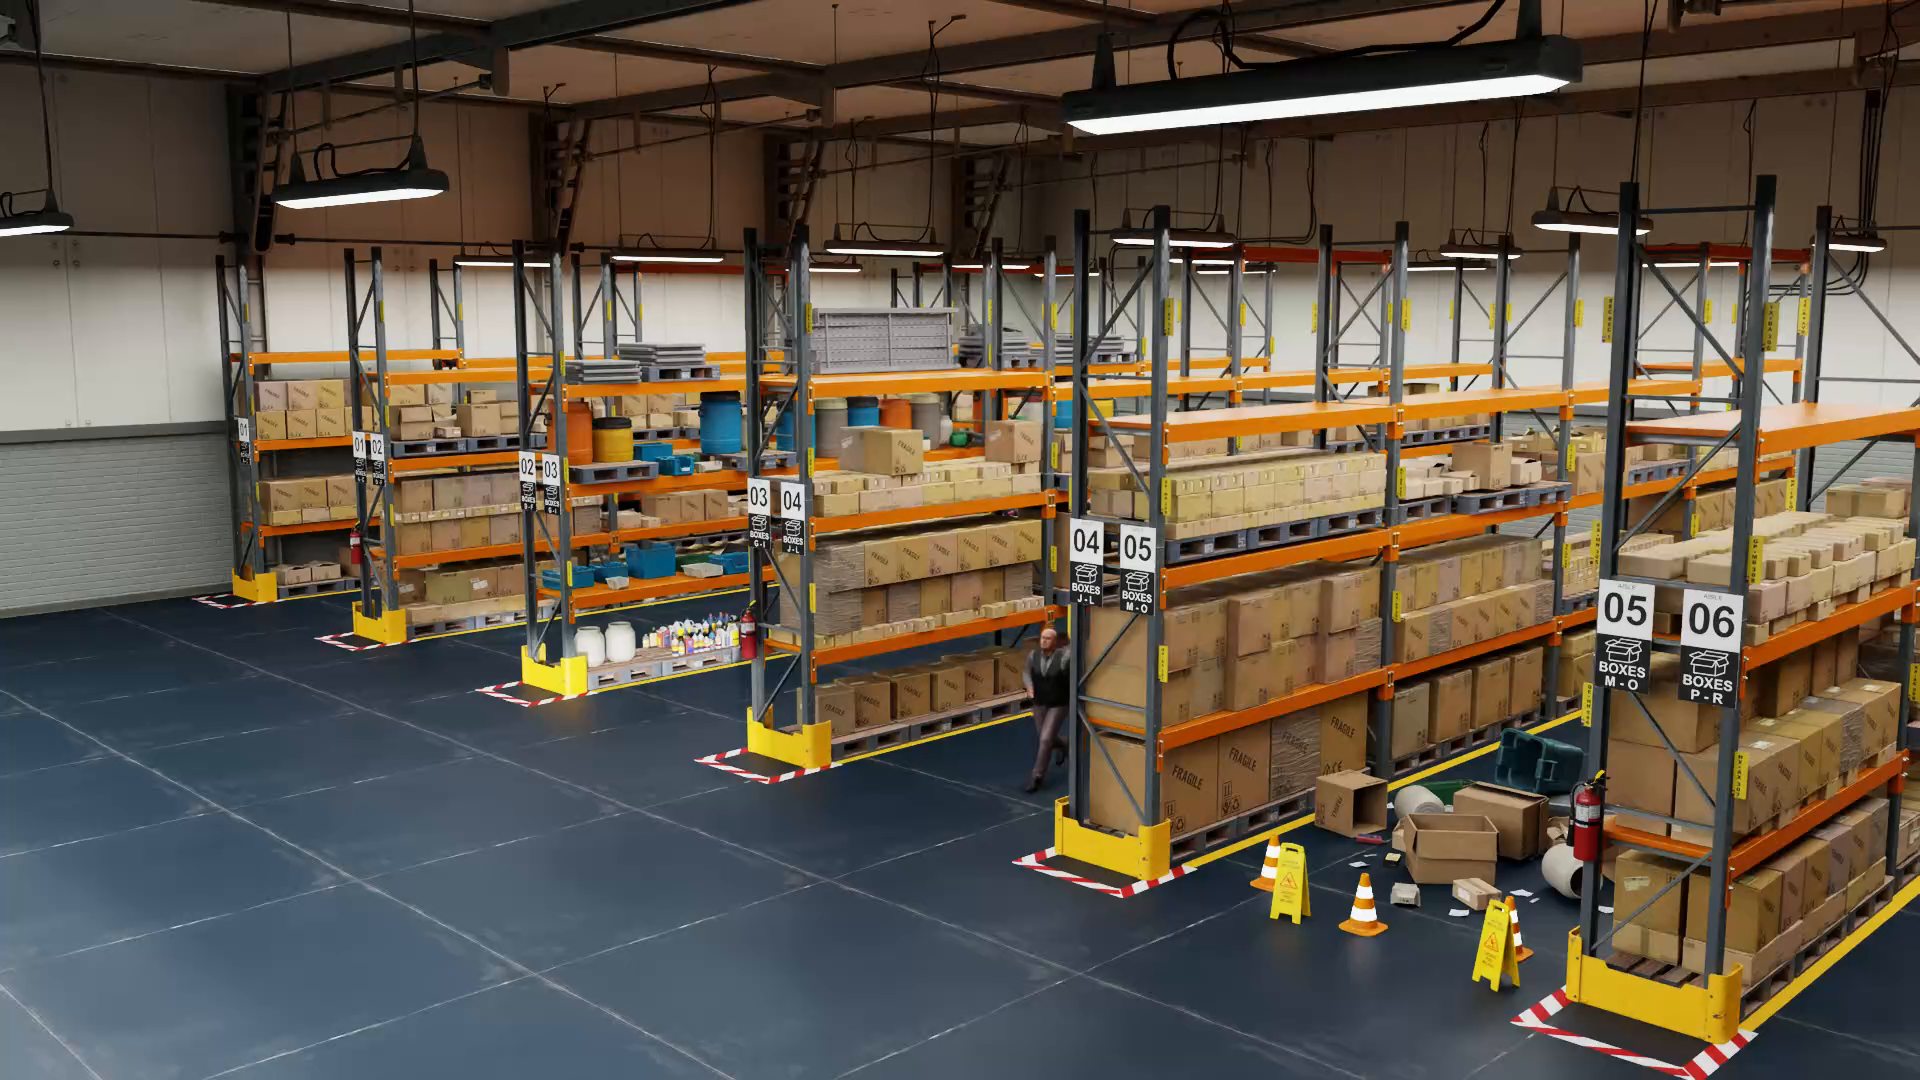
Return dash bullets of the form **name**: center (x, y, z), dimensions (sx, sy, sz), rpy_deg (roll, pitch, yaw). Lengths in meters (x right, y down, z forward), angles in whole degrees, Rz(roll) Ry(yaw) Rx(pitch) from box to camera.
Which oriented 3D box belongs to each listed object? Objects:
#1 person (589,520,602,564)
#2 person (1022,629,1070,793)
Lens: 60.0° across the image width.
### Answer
- **person**: center (-7.036, -0.062, 31.300), dimensions (0.558, 1.484, 0.568), rpy_deg (7, 11, 42)
- **person**: center (0.978, 1.785, 17.981), dimensions (0.661, 1.718, 0.993), rpy_deg (4, 9, 28)
